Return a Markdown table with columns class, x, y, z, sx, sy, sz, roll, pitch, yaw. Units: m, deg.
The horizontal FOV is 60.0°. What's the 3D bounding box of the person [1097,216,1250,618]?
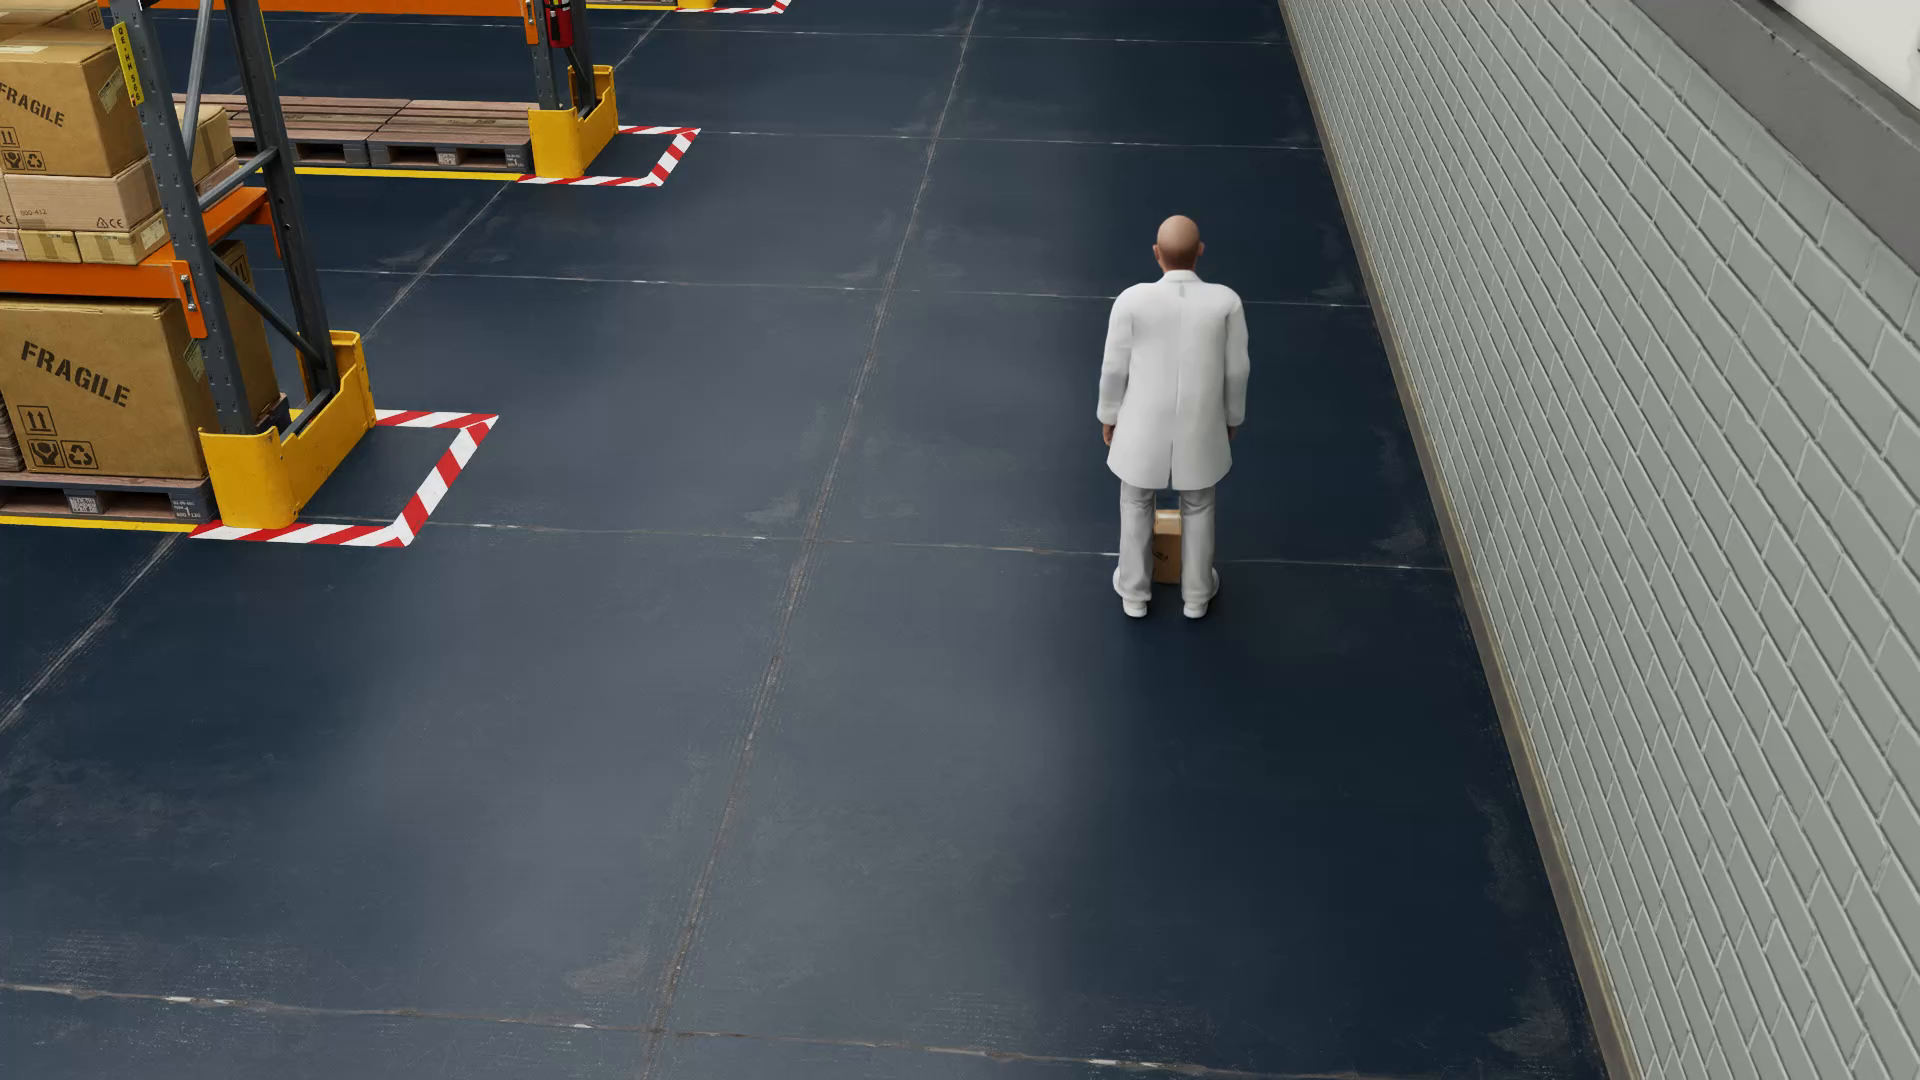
| class | x | y | z | sx | sy | sz | roll | pitch | yaw |
| --- | --- | --- | --- | --- | --- | --- | --- | --- | --- |
| person | 0.878 | -0.488 | 6.944 | 0.617 | 1.774 | 0.426 | 1 | 32 | 2 |
